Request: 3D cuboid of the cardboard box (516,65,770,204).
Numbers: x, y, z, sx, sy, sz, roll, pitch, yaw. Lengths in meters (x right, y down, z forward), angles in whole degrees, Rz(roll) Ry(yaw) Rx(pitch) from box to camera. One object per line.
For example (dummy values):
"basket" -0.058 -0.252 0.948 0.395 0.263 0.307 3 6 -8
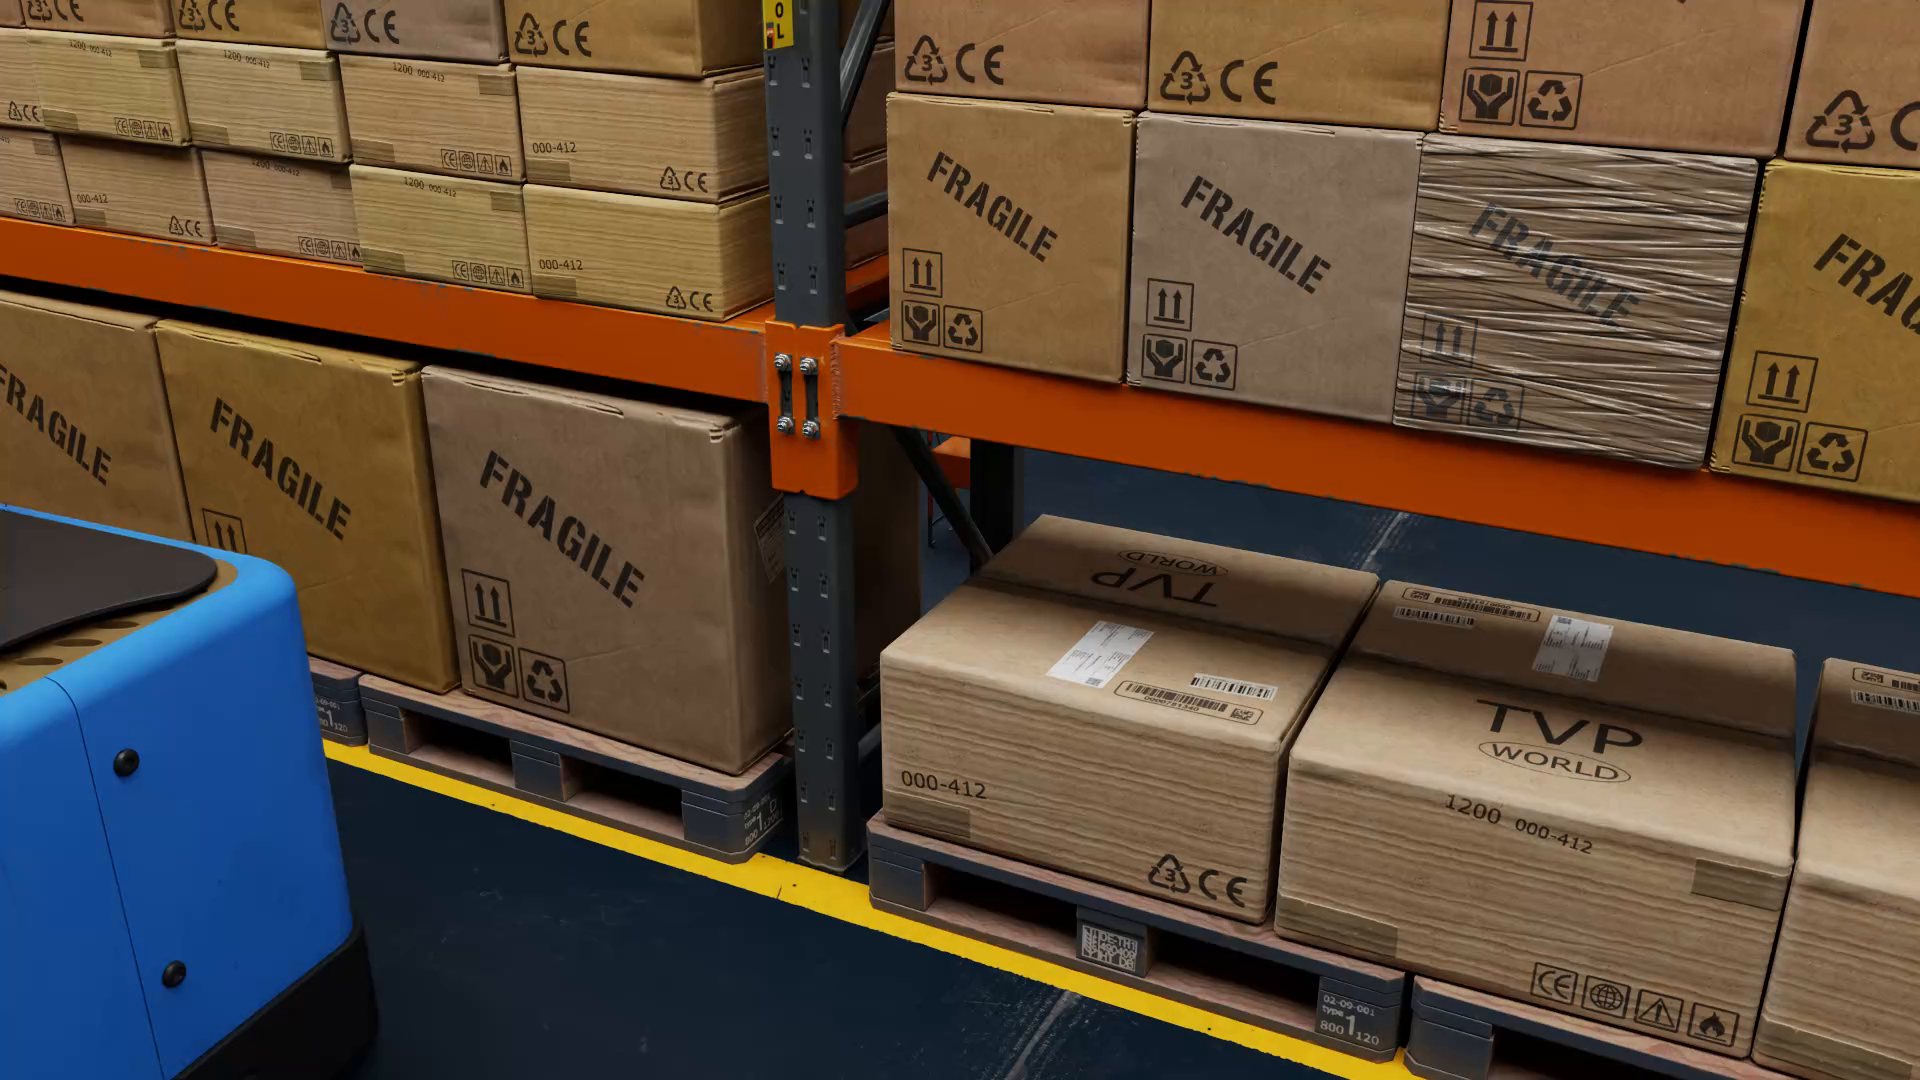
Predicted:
"cardboard box" -0.607 -0.931 3.659 0.500 0.250 0.500 11 25 24

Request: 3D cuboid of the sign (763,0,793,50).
"sign" -0.340 -1.082 3.083 0.005 0.325 0.100 11 25 25

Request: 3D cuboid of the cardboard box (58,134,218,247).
"cardboard box" -1.976 -0.975 4.401 0.500 0.250 0.500 11 25 25

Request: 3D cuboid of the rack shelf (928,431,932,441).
"rack shelf" 0.048 -0.464 5.526 0.240 0.259 0.215 11 25 25

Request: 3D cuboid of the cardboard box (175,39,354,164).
"cardboard box" -1.521 -1.106 4.070 0.500 0.250 0.500 12 26 26

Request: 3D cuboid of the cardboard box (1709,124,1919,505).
"cardboard box" 1.545 -0.377 2.676 0.500 0.500 0.500 12 26 26

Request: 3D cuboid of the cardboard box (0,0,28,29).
"cardboard box" -2.442 -1.636 4.358 0.500 0.500 0.500 12 26 26

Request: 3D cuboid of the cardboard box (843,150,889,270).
"cardboard box" -0.377 -0.878 4.173 0.500 0.250 0.500 11 25 23

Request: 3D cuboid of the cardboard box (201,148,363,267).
"cardboard box" -1.513 -0.885 4.190 0.500 0.250 0.500 10 25 23

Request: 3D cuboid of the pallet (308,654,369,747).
"pallet" -1.919 0.182 5.053 1.213 0.211 1.003 11 25 25

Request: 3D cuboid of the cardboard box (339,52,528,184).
"cardboard box" -1.056 -1.016 3.860 0.500 0.250 0.500 12 26 26

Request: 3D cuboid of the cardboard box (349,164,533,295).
"cardboard box" -1.072 -0.789 3.965 0.500 0.250 0.500 11 25 24

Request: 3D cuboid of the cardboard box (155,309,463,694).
"cardboard box" -1.503 -0.231 4.638 0.875 0.875 0.875 12 26 26

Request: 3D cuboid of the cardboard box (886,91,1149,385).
"cardboard box" 0.197 -0.648 3.314 0.500 0.500 0.500 12 26 26

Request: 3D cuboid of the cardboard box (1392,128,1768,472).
"cardboard box" 1.085 -0.468 2.890 0.500 0.500 0.500 11 26 25

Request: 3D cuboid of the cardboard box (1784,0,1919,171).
"cardboard box" 1.561 -0.839 2.484 0.500 0.500 0.500 11 25 24

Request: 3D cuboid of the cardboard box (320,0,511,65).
"cardboard box" -1.081 -1.363 3.717 0.500 0.500 0.500 12 26 26

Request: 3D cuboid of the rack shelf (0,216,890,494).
"rack shelf" -1.889 -0.799 4.715 4.000 0.370 1.077 11 25 25

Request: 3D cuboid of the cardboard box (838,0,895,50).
"cardboard box" -0.367 -1.461 3.947 0.500 0.500 0.500 12 26 25

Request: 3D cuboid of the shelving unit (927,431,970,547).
"shelving unit" 0.048 -0.474 5.522 0.252 1.050 0.215 11 25 25

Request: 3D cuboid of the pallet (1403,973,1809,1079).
"pallet" 1.632 0.883 3.404 1.213 0.211 1.003 11 25 25

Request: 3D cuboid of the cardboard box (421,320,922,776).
"cardboard box" -0.693 -0.074 4.269 0.875 0.875 0.875 12 26 26

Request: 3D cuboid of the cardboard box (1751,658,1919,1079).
"cardboard box" 2.011 0.675 3.067 0.875 0.438 0.875 12 26 26

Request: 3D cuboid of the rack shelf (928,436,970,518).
"rack shelf" 0.048 -0.208 5.635 0.240 0.259 0.215 11 25 25

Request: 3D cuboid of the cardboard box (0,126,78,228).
"cardboard box" -2.418 -1.061 4.603 0.500 0.250 0.500 12 26 26

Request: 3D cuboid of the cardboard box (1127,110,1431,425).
"cardboard box" 0.644 -0.558 3.102 0.500 0.500 0.500 11 26 25

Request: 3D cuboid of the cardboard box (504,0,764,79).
"cardboard box" -0.616 -1.274 3.508 0.500 0.500 0.500 12 26 26

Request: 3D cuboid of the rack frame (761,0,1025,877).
"rack frame" -0.104 -0.777 3.744 0.127 3.000 1.000 11 25 25

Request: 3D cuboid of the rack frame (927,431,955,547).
"rack frame" -0.061 -0.495 5.573 0.008 1.050 0.200 11 25 25

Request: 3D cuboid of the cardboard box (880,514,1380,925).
"cardboard box" 0.408 0.357 3.814 0.875 0.438 0.875 11 25 24

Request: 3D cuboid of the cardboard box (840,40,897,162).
"cardboard box" -0.369 -1.114 4.089 0.500 0.250 0.500 10 25 23

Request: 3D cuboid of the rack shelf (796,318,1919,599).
"rack shelf" 1.681 -0.093 3.054 4.000 0.370 1.077 11 25 25

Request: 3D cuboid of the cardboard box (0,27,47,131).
"cardboard box" -2.433 -1.284 4.490 0.500 0.250 0.500 11 25 24

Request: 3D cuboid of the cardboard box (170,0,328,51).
"cardboard box" -1.524 -1.459 3.943 0.500 0.500 0.500 12 26 26

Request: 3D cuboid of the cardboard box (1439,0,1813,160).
"cardboard box" 1.112 -0.928 2.695 0.500 0.500 0.500 12 26 26

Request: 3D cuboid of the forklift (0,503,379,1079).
"forklift" -2.714 -0.380 2.899 3.031 2.935 1.130 10 25 22

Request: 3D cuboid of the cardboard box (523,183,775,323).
"cardboard box" -0.618 -0.699 3.752 0.500 0.250 0.500 11 25 23

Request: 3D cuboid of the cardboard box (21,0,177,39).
"cardboard box" -1.993 -1.545 4.146 0.500 0.500 0.500 12 26 25

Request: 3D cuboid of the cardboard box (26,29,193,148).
"cardboard box" -1.986 -1.190 4.269 0.500 0.250 0.500 12 26 25

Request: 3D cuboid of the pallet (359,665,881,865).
"pallet" -0.826 0.397 4.548 1.213 0.211 1.003 11 25 25

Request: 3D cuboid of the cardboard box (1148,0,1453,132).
"cardboard box" 0.660 -1.023 2.917 0.500 0.500 0.500 11 25 24

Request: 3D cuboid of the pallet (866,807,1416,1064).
"pallet" 0.540 0.668 3.909 1.213 0.211 1.003 11 25 25

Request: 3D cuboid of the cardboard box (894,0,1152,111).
"cardboard box" 0.212 -1.114 3.132 0.500 0.500 0.500 11 26 25

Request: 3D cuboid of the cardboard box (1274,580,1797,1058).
"cardboard box" 1.207 0.515 3.443 0.875 0.438 0.875 10 25 23

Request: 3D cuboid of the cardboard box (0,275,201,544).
"cardboard box" -2.300 -0.389 5.009 0.875 0.875 0.875 12 26 25
